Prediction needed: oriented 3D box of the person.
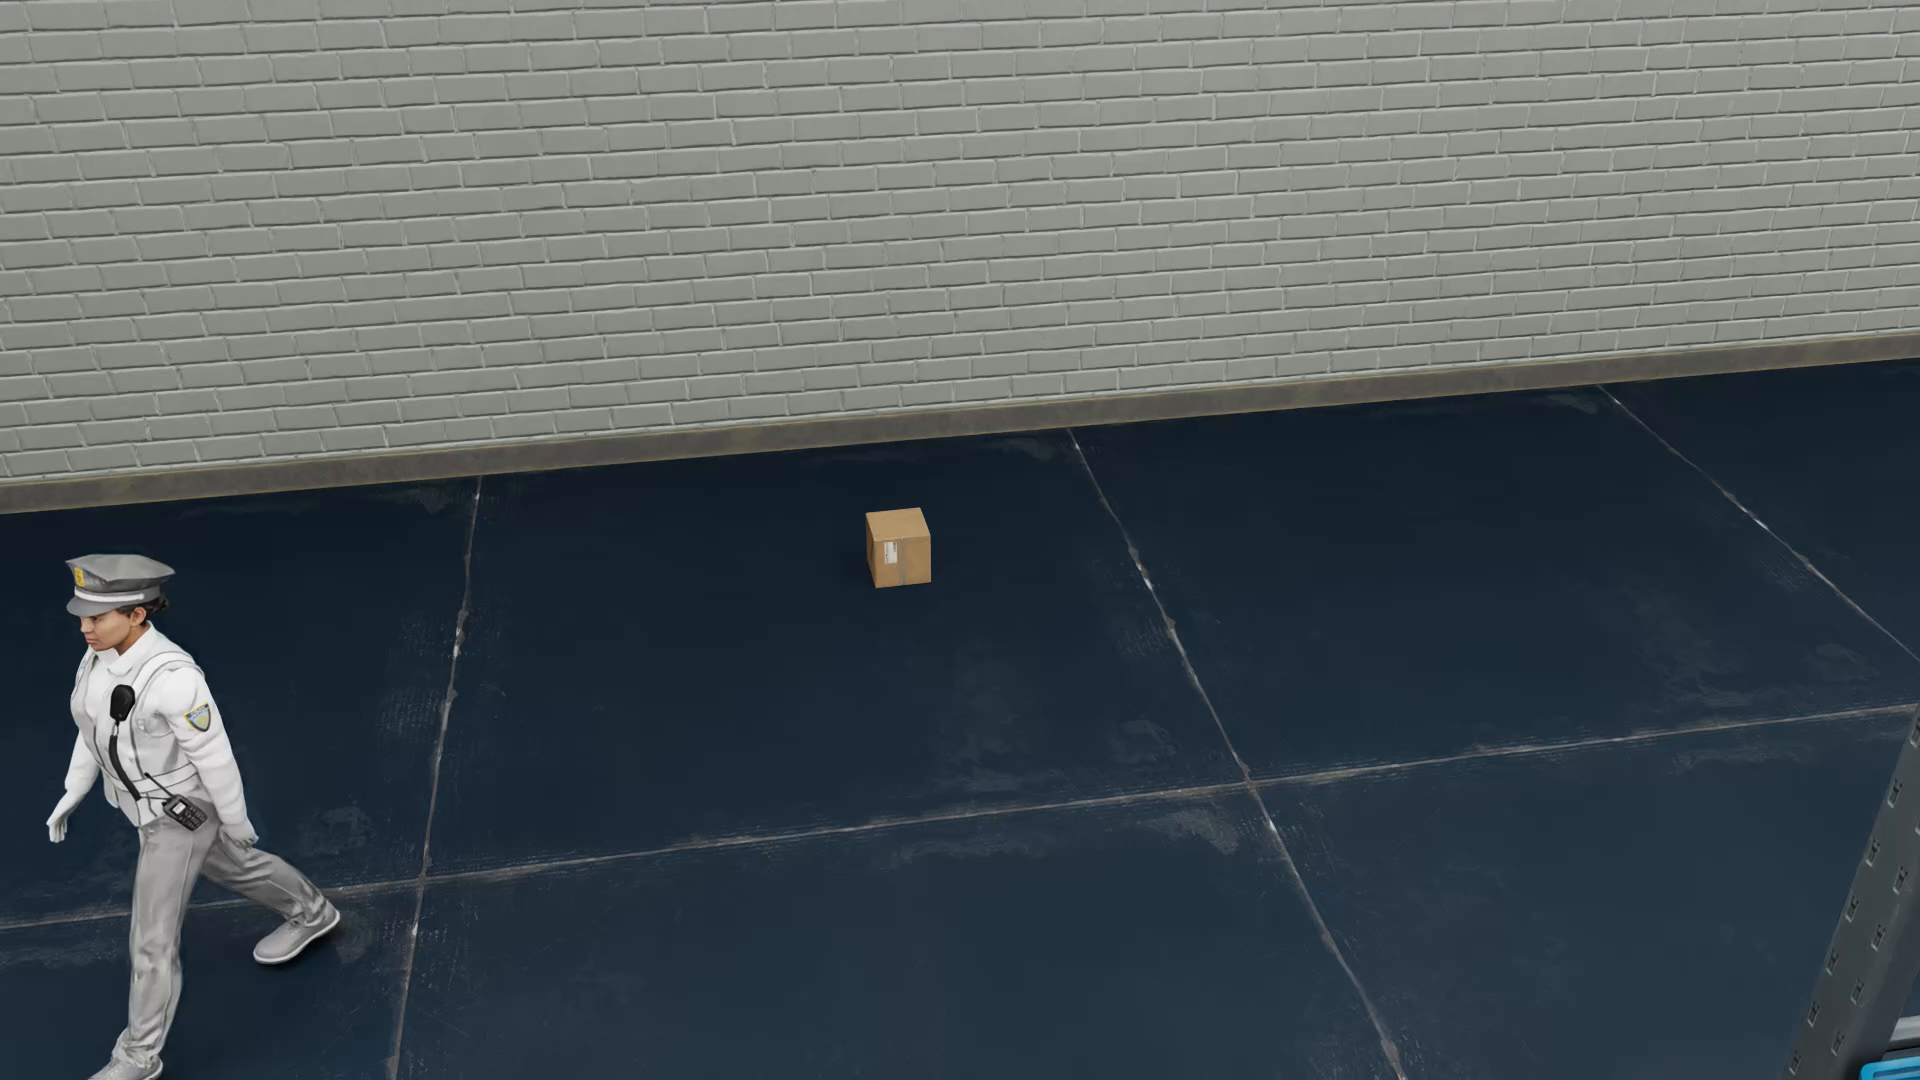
[{"bbox_3d":[-2.365,0.770,4.798,0.498,1.630,0.968,25,39,35],"label":"person"}]
